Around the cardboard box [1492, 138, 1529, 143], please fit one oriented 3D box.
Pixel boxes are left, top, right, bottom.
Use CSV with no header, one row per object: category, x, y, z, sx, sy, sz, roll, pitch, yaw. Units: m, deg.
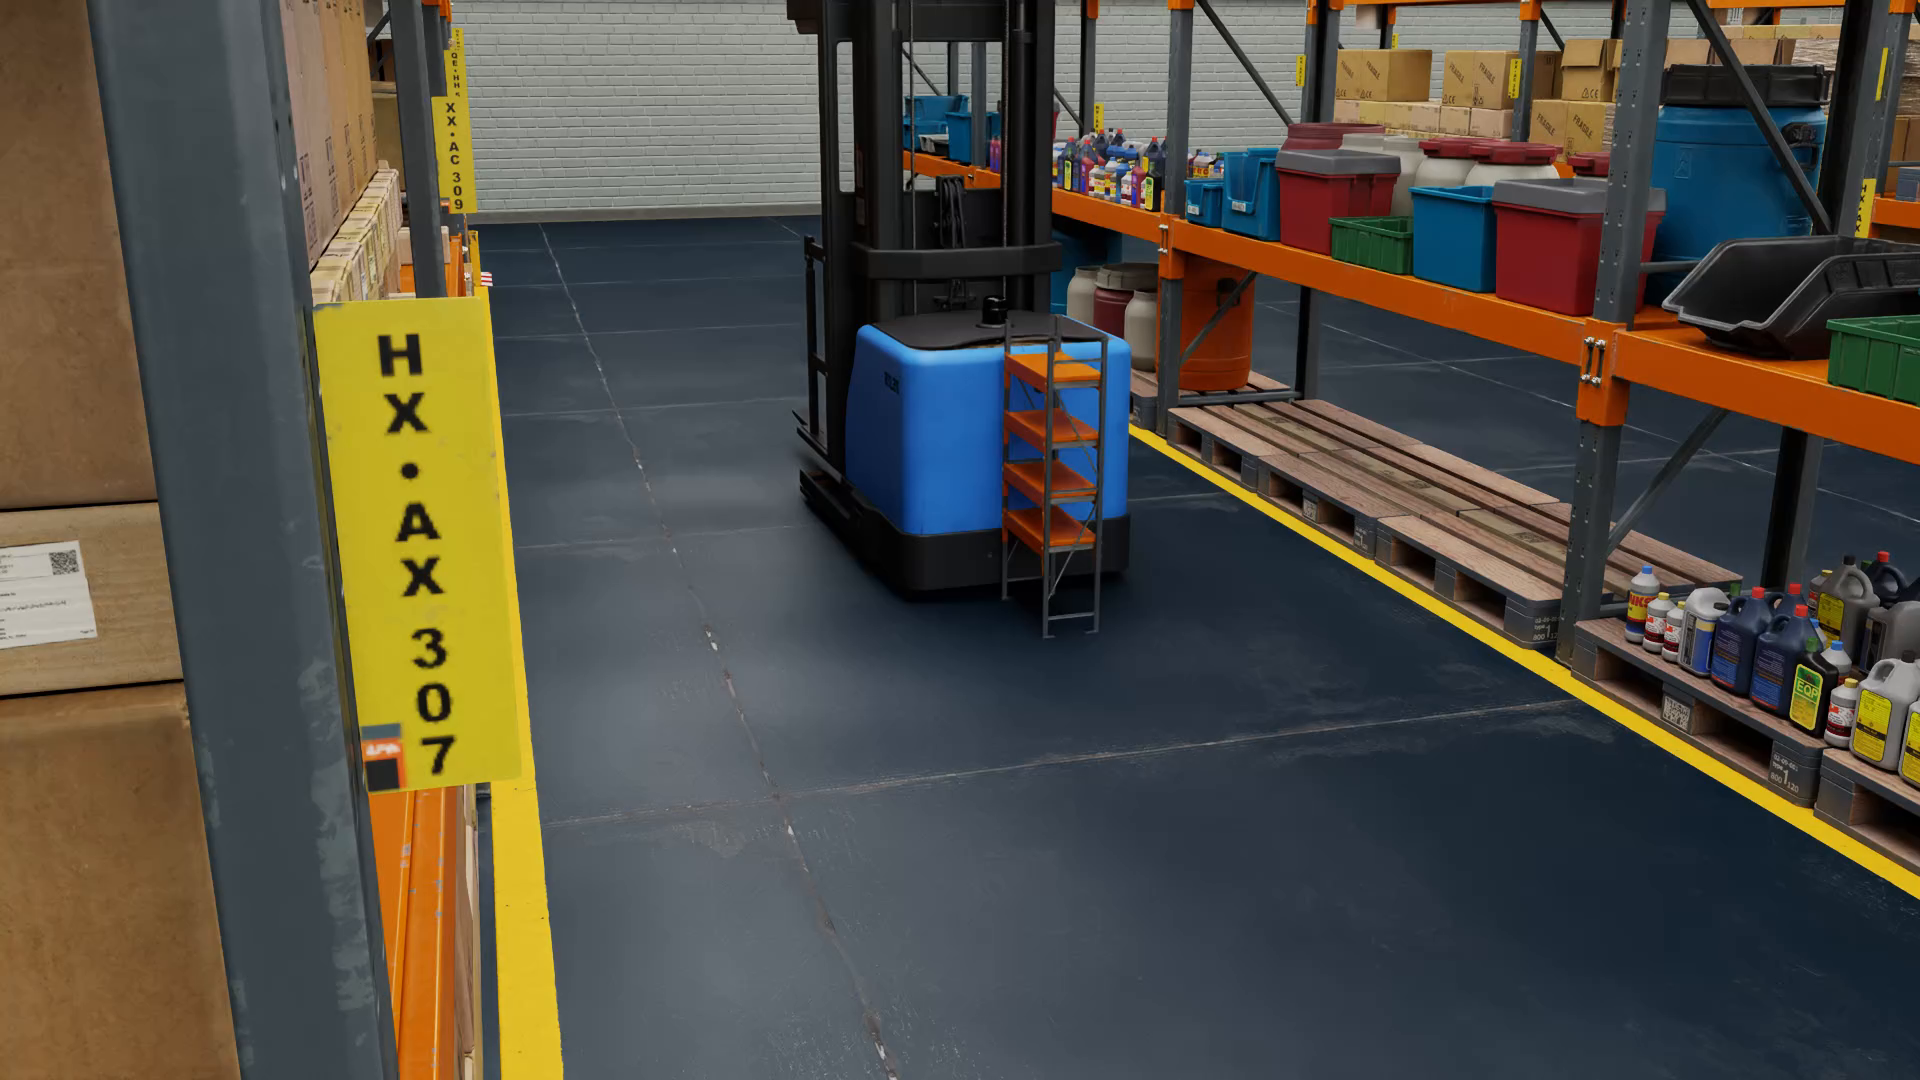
cardboard box,4.950,-3.536,14.947,0.380,0.149,0.250,-5,17,-15

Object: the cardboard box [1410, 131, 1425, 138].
cardboard box,4.596,-3.892,16.131,0.380,0.149,0.250,-5,17,-16

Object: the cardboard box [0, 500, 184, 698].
cardboard box,-0.781,0.019,1.373,0.380,0.149,0.250,-5,17,-16

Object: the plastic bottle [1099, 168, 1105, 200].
plastic bottle,0.953,-2.315,10.790,0.097,0.201,0.097,0,17,0

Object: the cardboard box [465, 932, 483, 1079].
cardboard box,-1.224,1.038,3.332,0.500,0.250,0.500,-5,17,-15

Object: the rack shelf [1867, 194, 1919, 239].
rack shelf,6.997,-1.594,9.295,1.077,0.370,4.000,-5,17,-15

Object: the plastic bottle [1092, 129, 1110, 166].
plastic bottle,1.065,-2.892,12.452,0.144,0.351,0.185,-5,17,-15

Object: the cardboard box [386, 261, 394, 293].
cardboard box,-2.319,-1.011,5.928,0.500,0.500,0.500,-3,17,-11

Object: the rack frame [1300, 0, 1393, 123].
rack frame,4.249,-4.705,18.400,1.000,3.000,0.127,-5,17,-15

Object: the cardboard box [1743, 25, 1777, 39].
cardboard box,9.059,-5.454,18.465,0.500,0.500,0.500,-4,17,-14

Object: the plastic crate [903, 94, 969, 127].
plastic crate,-0.242,-4.281,16.824,0.616,0.435,0.499,-5,17,-15

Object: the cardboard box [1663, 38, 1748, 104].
cardboard box,5.895,-3.589,12.769,0.797,0.503,0.637,-4,17,-13

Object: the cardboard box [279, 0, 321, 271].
cardboard box,-1.299,-0.595,2.290,0.700,0.500,0.500,-5,17,-15

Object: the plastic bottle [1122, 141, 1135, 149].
plastic bottle,1.244,-2.823,12.352,0.152,0.276,0.135,-5,17,-15

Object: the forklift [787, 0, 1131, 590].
forklift,-0.193,-1.575,8.102,1.130,2.935,3.031,-5,18,-17

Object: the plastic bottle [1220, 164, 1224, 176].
plastic bottle,1.750,-2.314,10.657,0.152,0.276,0.135,-5,17,-15

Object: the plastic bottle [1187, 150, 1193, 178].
plastic bottle,1.554,-2.538,11.409,0.097,0.271,0.097,0,17,0

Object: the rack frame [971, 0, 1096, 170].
rack frame,0.586,-3.207,13.413,1.000,3.000,0.127,-5,17,-15

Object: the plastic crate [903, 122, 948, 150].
plastic crate,-0.318,-3.720,15.309,0.416,0.233,0.300,-5,17,-15

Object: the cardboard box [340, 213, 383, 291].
cardboard box,-1.351,-0.552,3.275,0.380,0.149,0.250,-4,17,-14

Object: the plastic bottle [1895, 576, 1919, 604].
plastic bottle,3.291,0.273,5.670,0.144,0.351,0.185,-6,18,-18

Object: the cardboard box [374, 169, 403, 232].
cardboard box,-1.698,-0.903,4.444,0.380,0.149,0.250,-5,17,-15

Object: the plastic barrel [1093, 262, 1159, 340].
plastic barrel,1.224,-1.593,11.502,0.600,0.588,0.708,-5,17,-15

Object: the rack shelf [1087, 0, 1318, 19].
rack shelf,1.136,-3.745,11.243,1.077,0.370,4.000,-5,17,-15

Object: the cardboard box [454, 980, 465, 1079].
cardboard box,-1.102,0.818,2.759,0.500,0.500,0.500,-5,17,-15

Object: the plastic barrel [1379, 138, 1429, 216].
plastic barrel,2.289,-1.770,8.435,0.421,0.512,0.421,0,17,0

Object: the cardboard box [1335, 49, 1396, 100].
cardboard box,4.259,-4.842,17.298,0.500,0.500,0.500,-5,17,-17

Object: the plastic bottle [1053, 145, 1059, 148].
plastic bottle,0.665,-2.669,11.838,0.152,0.276,0.135,-5,17,-15

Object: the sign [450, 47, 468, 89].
sign,-3.645,-3.415,12.096,0.100,0.325,0.005,-5,17,-15

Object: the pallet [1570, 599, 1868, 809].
pallet,2.929,0.531,5.818,1.003,0.211,1.213,-5,17,-15

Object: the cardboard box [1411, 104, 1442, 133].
cardboard box,4.690,-4.054,15.979,0.500,0.250,0.500,-4,17,-14

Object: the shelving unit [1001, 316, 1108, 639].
shelving unit,0.370,-0.260,6.715,0.258,1.200,0.503,-5,19,-17

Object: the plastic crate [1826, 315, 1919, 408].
plastic crate,2.886,-0.494,4.753,0.450,0.188,0.662,-5,17,-15

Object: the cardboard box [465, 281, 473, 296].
cardboard box,-3.501,-1.440,11.111,0.500,0.500,0.500,-4,17,-15

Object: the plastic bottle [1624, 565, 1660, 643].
plastic bottle,2.451,0.225,5.967,0.097,0.271,0.097,0,17,0

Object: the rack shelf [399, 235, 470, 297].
rack shelf,-2.529,-0.812,6.691,1.077,0.370,4.000,-5,17,-15

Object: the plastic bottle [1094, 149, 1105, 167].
plastic bottle,0.938,-2.501,11.267,0.061,0.283,0.133,-5,17,-15

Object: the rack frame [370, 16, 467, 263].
rack frame,-4.178,-2.816,12.113,1.000,3.000,0.127,-5,17,-15

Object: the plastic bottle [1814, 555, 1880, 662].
plastic bottle,3.100,0.231,5.809,0.144,0.351,0.185,-5,17,-15

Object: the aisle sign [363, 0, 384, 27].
aisle sign,-5.578,-5.163,15.408,0.394,0.787,0.004,-5,17,-15

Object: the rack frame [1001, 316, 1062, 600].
rack frame,0.295,-0.330,6.936,0.240,1.200,0.015,-5,19,-17

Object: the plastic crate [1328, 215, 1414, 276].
plastic crate,2.035,-1.352,7.606,0.450,0.188,0.662,-5,17,-15

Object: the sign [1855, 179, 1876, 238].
sign,3.317,-1.167,6.141,0.100,0.325,0.005,-5,17,-15

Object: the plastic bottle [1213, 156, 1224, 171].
plastic bottle,1.686,-2.341,10.756,0.097,0.271,0.097,0,17,0

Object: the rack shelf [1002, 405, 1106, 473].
rack shelf,0.371,-0.409,6.667,0.258,0.148,0.480,-5,19,-17

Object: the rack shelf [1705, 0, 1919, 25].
rack shelf,9.595,-5.608,17.443,1.077,0.370,4.000,-5,17,-15

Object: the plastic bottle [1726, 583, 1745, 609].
plastic bottle,2.668,0.298,5.703,0.061,0.283,0.133,-5,17,-15

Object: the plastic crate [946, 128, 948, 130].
plastic crate,-0.049,-3.923,16.152,0.396,0.136,0.243,-5,17,-15

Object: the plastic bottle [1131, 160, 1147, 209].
plastic bottle,1.100,-2.186,10.219,0.061,0.283,0.133,-5,17,-15

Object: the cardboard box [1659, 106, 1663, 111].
cardboard box,5.657,-3.079,12.815,0.500,0.500,0.500,-4,17,-14

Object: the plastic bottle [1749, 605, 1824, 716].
plastic bottle,2.659,0.372,5.338,0.144,0.351,0.185,-5,18,-18

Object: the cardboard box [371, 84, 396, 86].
cardboard box,-4.013,-2.731,10.926,0.700,0.500,0.500,-2,17,-6
